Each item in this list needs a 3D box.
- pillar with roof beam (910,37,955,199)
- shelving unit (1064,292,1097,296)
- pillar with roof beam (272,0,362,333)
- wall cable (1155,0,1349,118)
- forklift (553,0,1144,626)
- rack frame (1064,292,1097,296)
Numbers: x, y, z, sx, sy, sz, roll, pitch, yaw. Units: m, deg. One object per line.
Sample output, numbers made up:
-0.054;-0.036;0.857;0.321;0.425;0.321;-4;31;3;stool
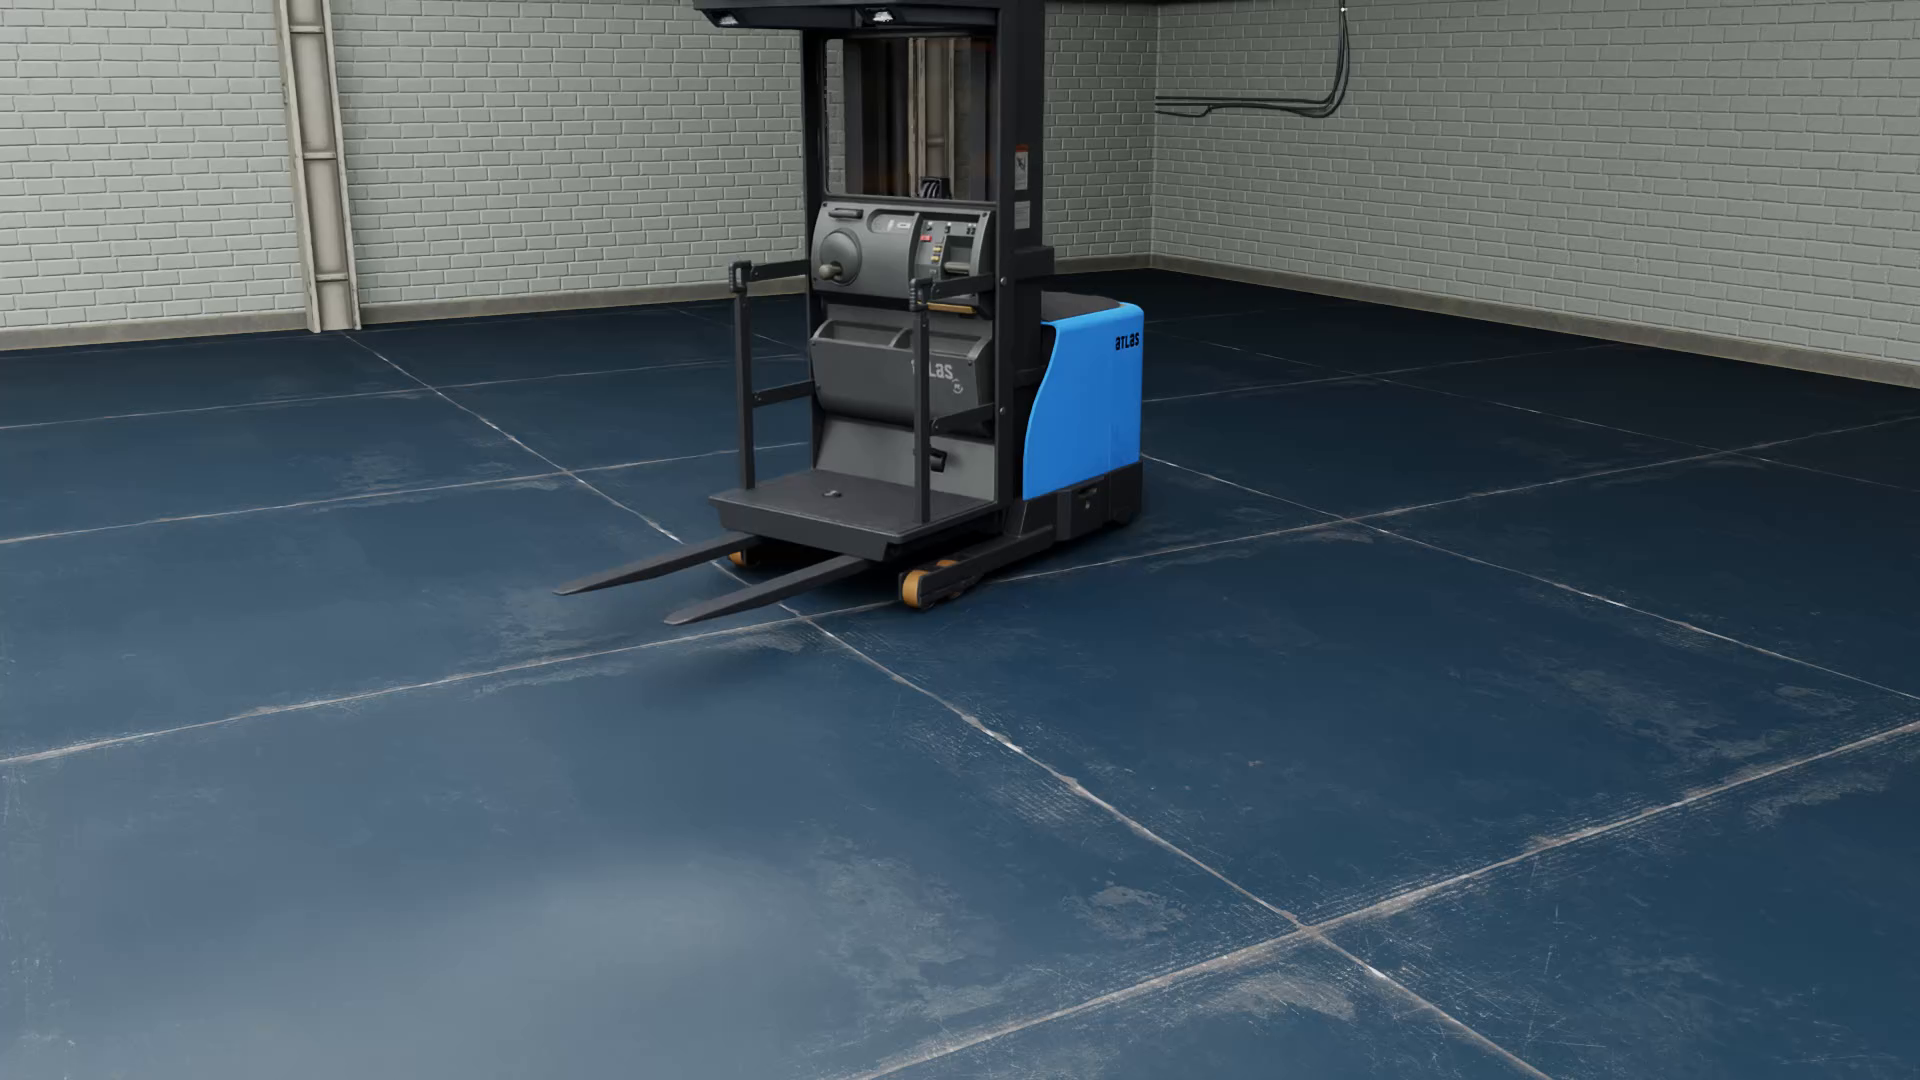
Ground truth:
1.917;-6.011;12.681;0.400;9.000;9.100;-9;18;-30;pillar with roof beam
0.545;-0.733;8.579;0.215;1.050;0.252;11;19;35;shelving unit
-3.226;-5.177;9.706;0.400;9.000;9.100;-9;18;-30;pillar with roof beam
2.906;-5.615;17.023;0.112;2.526;3.097;-9;18;-30;wall cable
-0.389;-1.272;7.017;1.130;2.935;3.031;11;19;35;forklift
0.618;-0.759;8.673;0.200;1.050;0.008;11;19;35;rack frame
